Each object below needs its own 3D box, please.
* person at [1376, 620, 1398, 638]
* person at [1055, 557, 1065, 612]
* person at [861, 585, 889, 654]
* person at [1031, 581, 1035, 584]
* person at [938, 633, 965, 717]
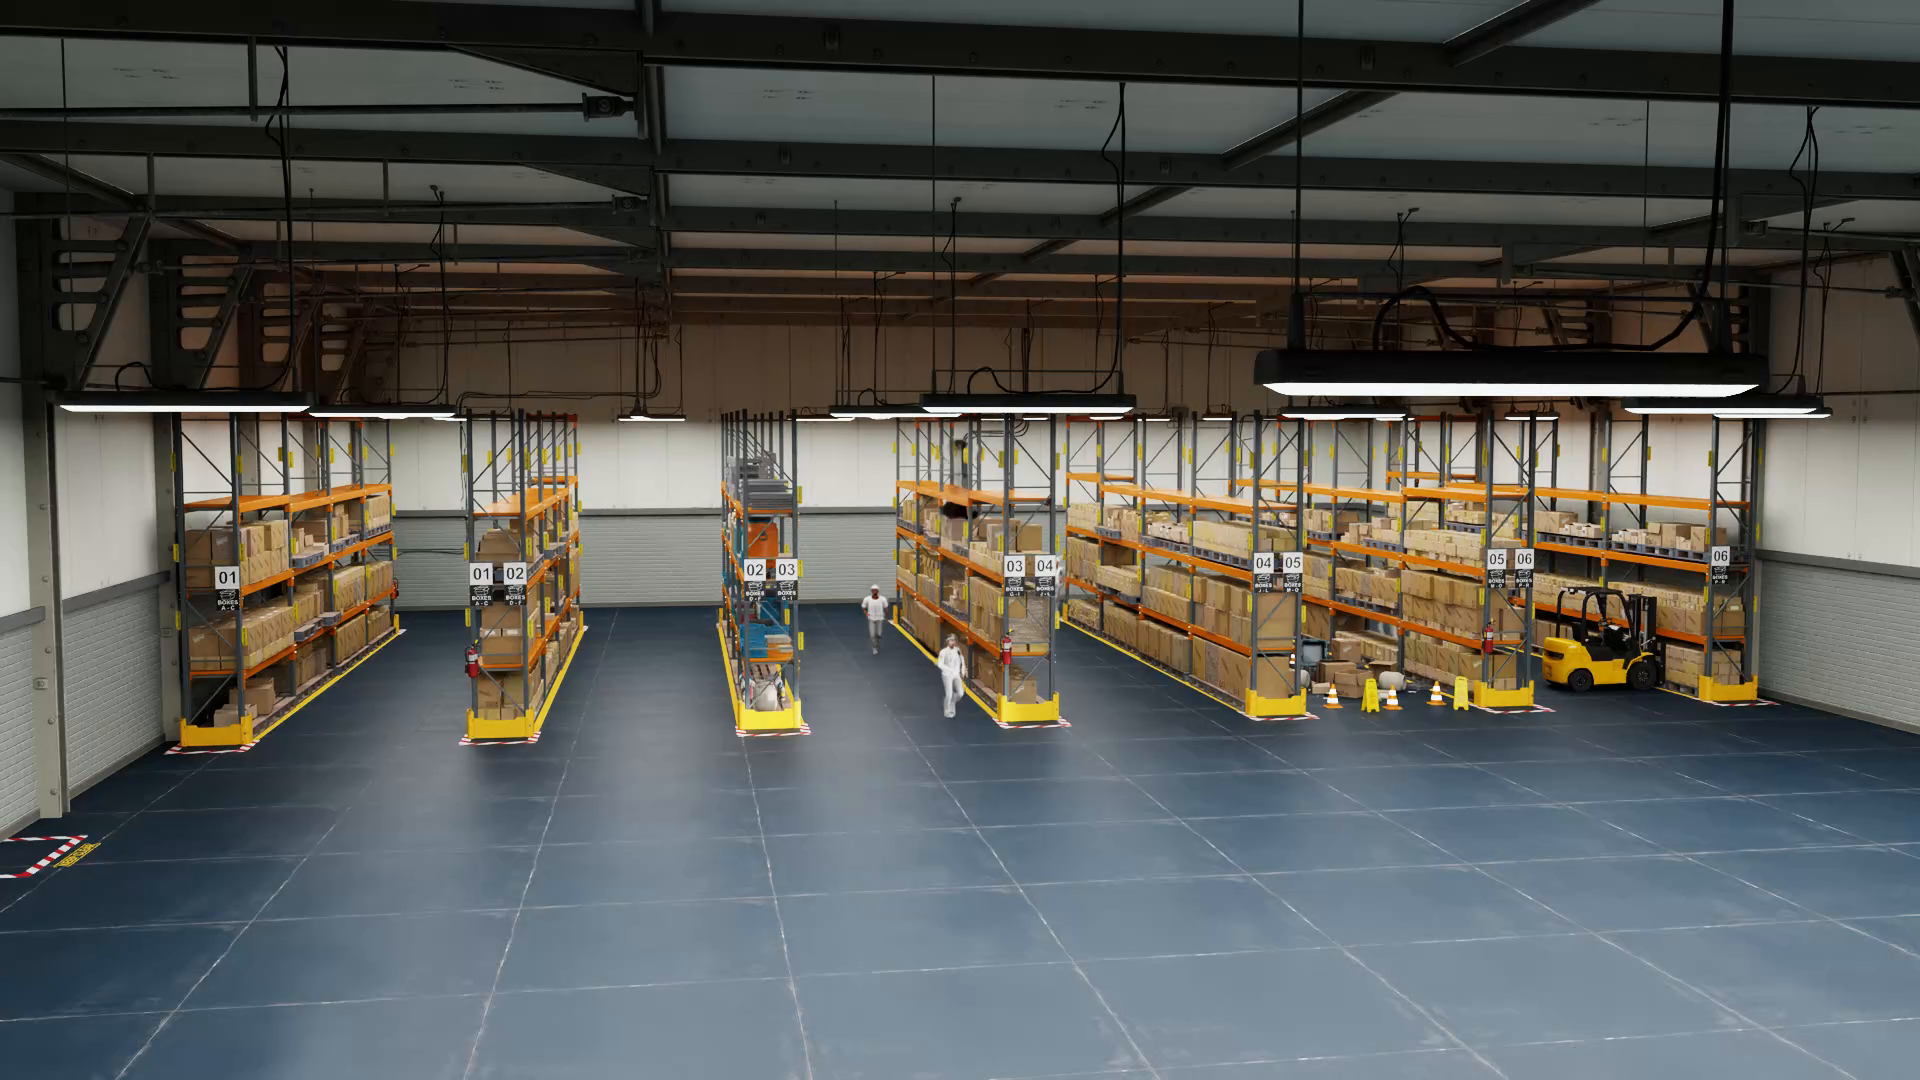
[{"bbox_3d":[11.138,1.823,43.321,0.640,1.835,0.908,-1,4,-11],"label":"person"},{"bbox_3d":[2.846,1.388,49.770,0.686,1.733,0.544,3,5,35],"label":"person"},{"bbox_3d":[-2.113,1.978,41.472,0.703,1.723,0.588,0,4,-5],"label":"person"},{"bbox_3d":[2.113,1.518,48.587,0.592,1.671,0.855,1,4,16],"label":"person"},{"bbox_3d":[-0.124,2.631,32.294,0.656,1.650,0.561,-2,5,-28],"label":"person"}]
